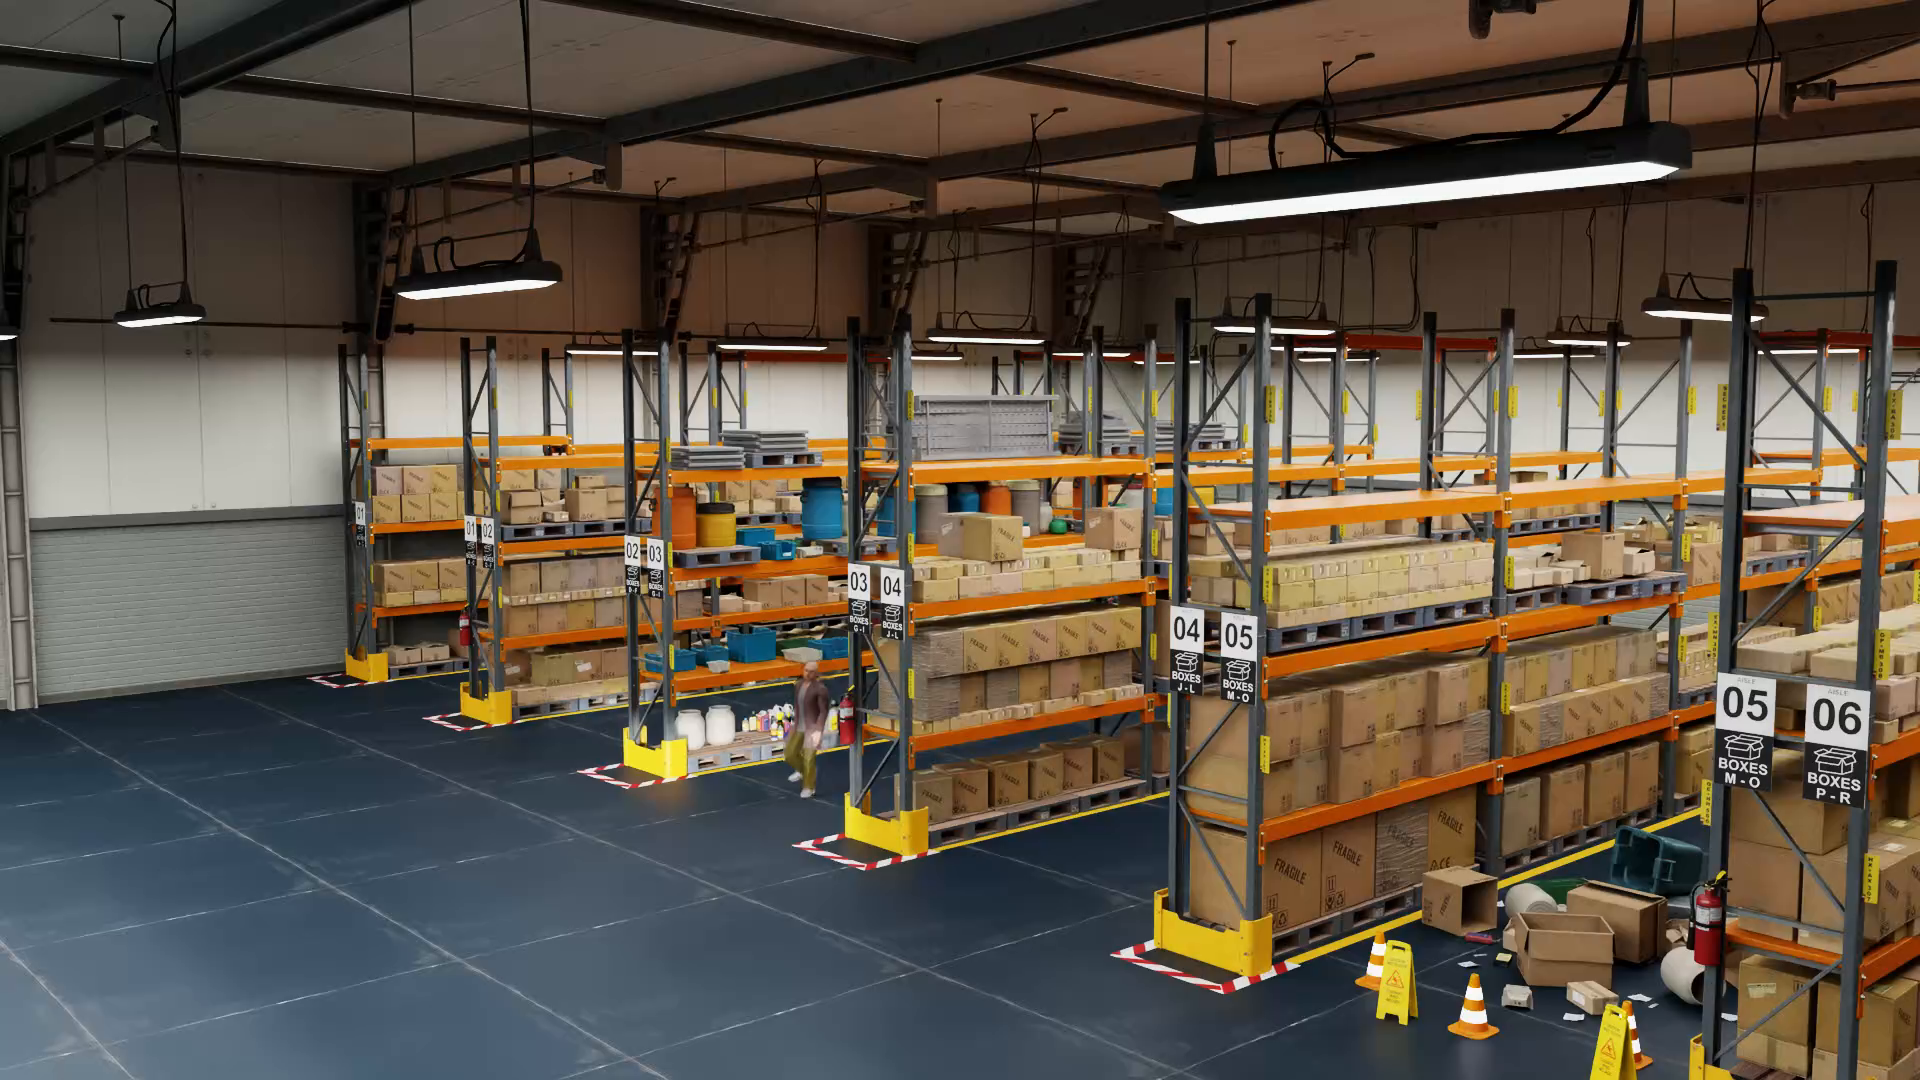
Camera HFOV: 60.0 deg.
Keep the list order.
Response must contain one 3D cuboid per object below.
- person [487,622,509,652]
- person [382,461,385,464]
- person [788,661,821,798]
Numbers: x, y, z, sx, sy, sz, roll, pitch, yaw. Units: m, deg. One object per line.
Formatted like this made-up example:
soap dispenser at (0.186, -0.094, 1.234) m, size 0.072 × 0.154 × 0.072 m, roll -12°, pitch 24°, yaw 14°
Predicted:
person at (-7.828, 1.795, 28.425) m, size 0.626 × 1.690 × 0.907 m, roll 1°, pitch 5°, yaw 16°
person at (-1.820, 0.592, 29.423) m, size 14.467 × 3.884 × 10.340 m, roll 5°, pitch 7°, yaw 44°
person at (-1.949, 2.390, 21.239) m, size 0.802 × 1.737 × 0.627 m, roll 4°, pitch 6°, yaw 35°
